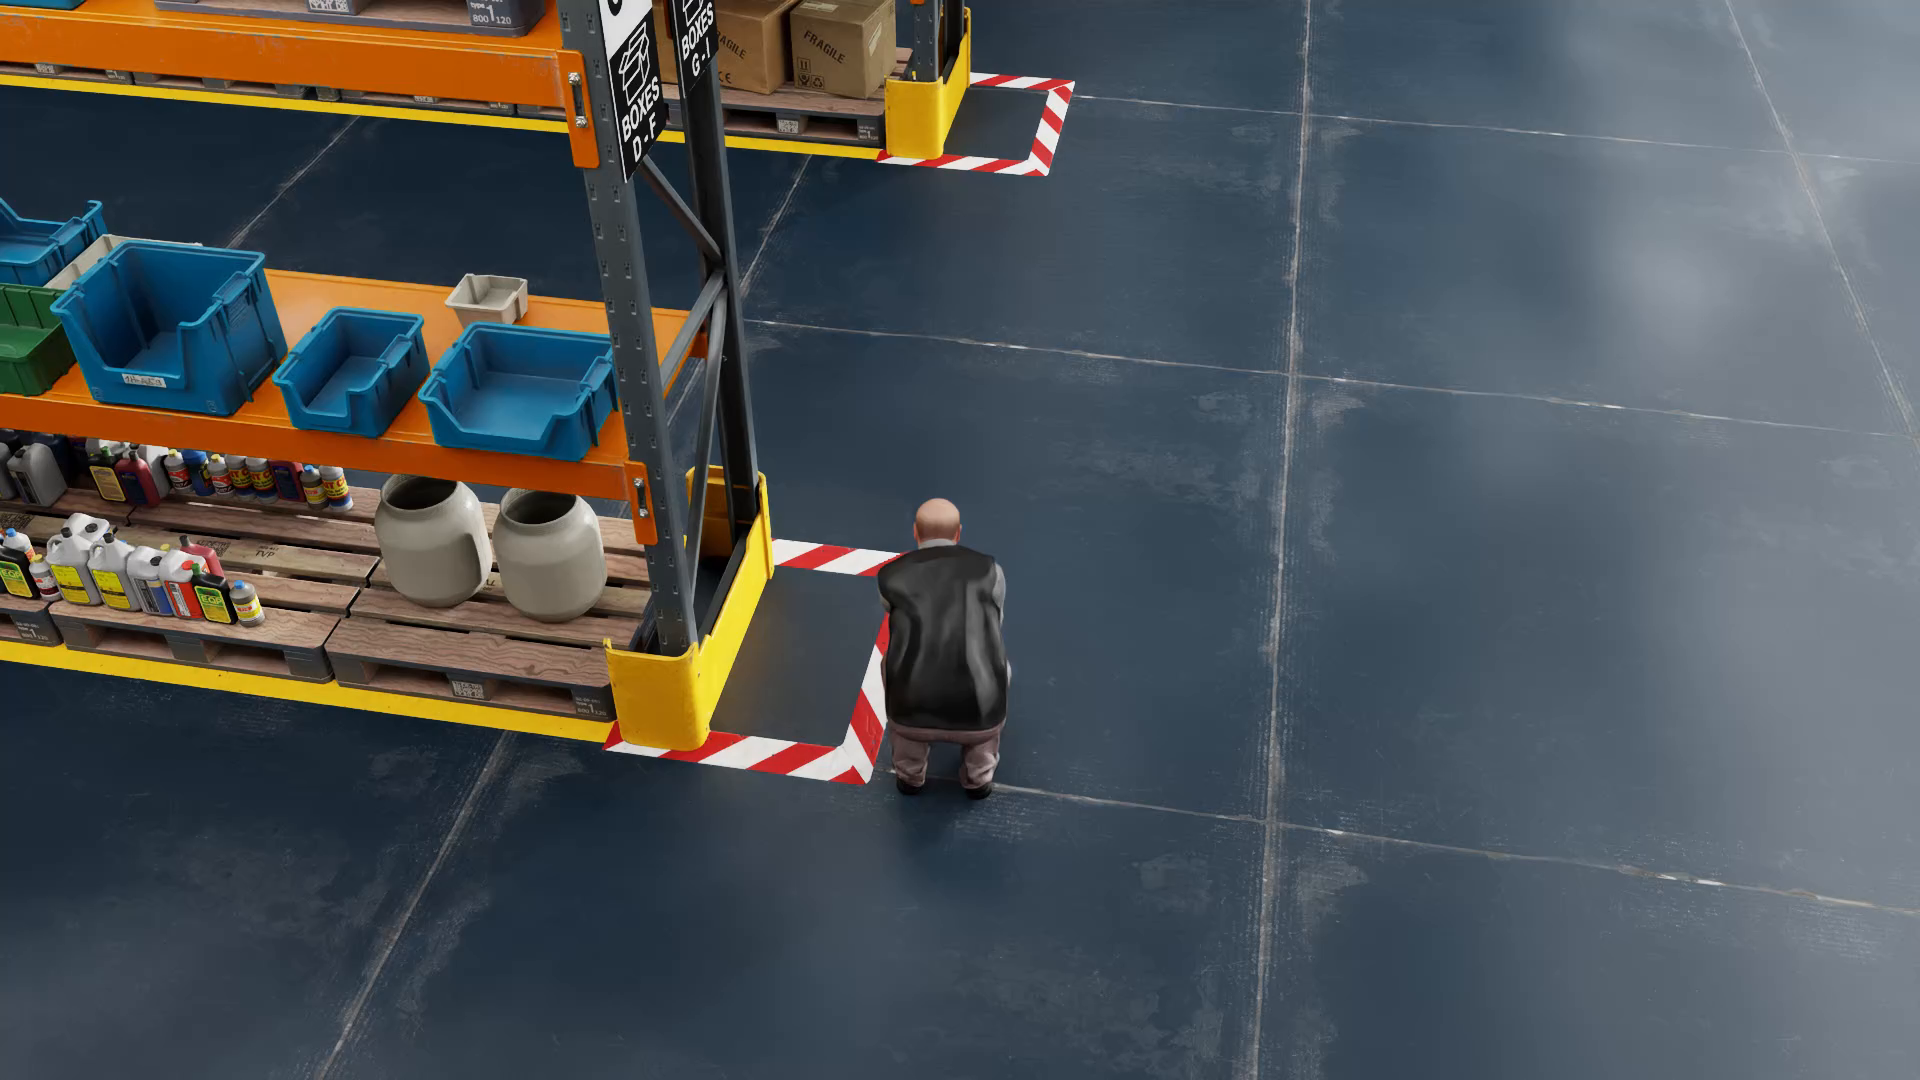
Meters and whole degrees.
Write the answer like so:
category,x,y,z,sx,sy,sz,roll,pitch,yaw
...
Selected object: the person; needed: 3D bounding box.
category,x,y,z,sx,sy,sz,roll,pitch,yaw
person,-0.057,0.437,6.259,0.506,0.959,0.916,1,40,1
